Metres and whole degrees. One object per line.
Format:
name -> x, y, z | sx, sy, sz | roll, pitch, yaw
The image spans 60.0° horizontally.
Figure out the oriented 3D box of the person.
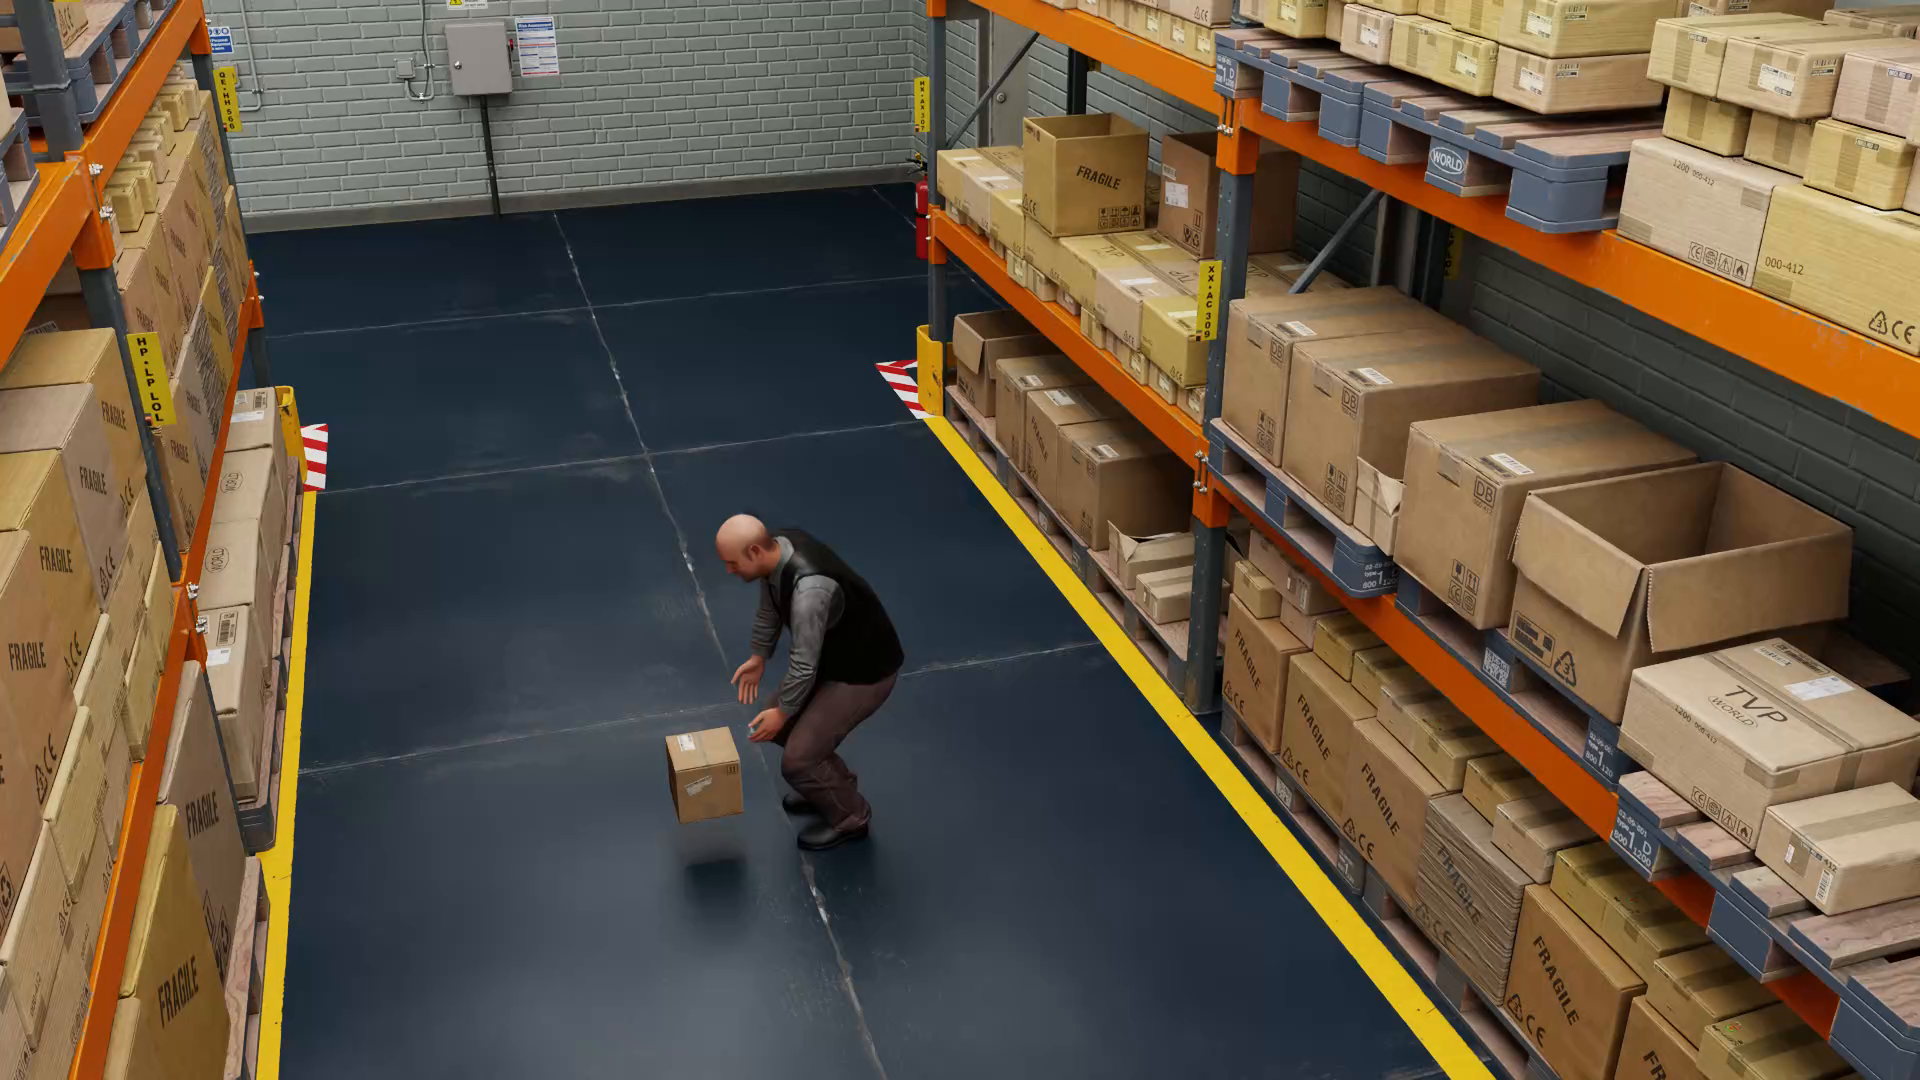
person -> -0.562, 0.525, 6.414 | 0.689, 1.428, 0.591 | -8, 27, -16
